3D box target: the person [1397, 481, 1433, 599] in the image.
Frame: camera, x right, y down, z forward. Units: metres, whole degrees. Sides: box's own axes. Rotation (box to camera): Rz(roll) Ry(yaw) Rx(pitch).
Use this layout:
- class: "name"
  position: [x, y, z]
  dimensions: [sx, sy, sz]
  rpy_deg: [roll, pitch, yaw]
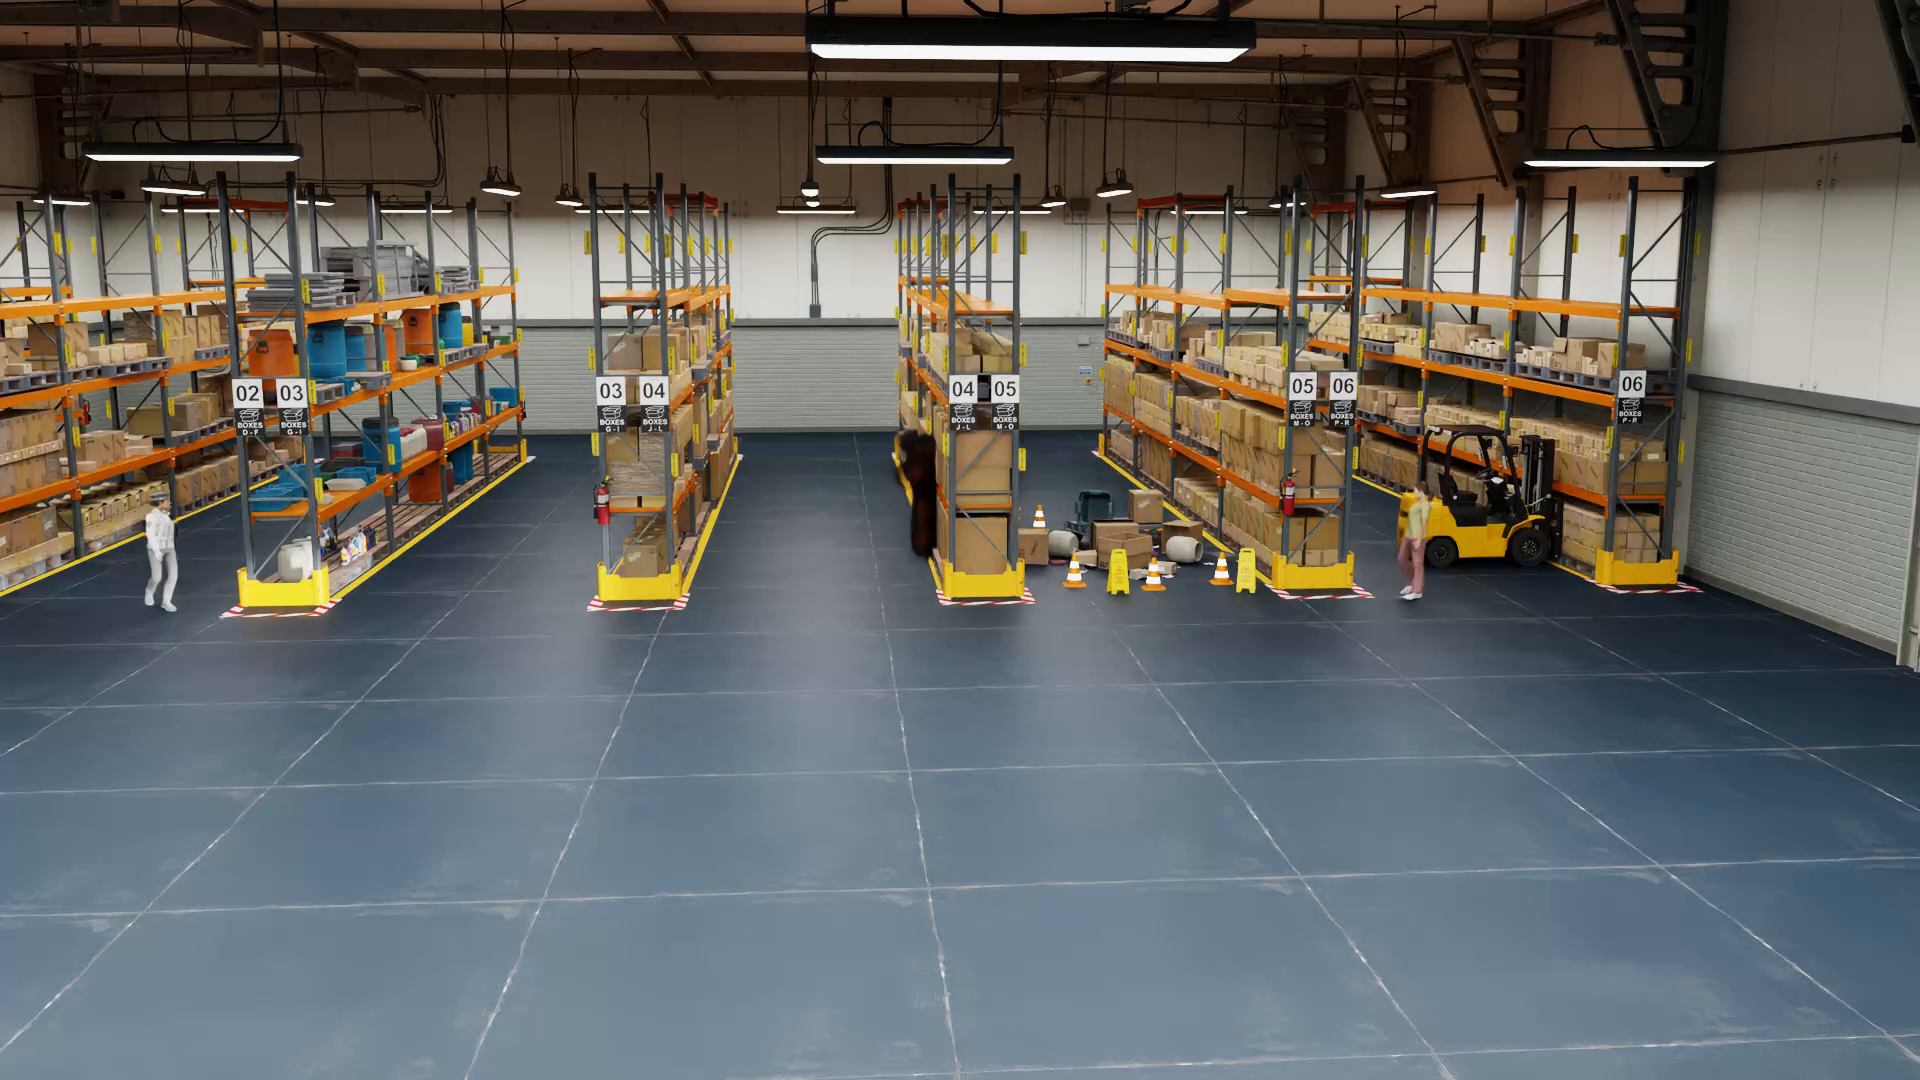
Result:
- class: "person"
  position: [6.543, -0.005, 23.874]
  dimensions: [0.440, 1.683, 0.506]
  rpy_deg: [-4, 11, -22]

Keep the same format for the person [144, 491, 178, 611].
- class: "person"
  position: [-11.122, 0.157, 23.176]
  dimensions: [0.570, 1.657, 0.526]
  rpy_deg: [6, 12, 30]
